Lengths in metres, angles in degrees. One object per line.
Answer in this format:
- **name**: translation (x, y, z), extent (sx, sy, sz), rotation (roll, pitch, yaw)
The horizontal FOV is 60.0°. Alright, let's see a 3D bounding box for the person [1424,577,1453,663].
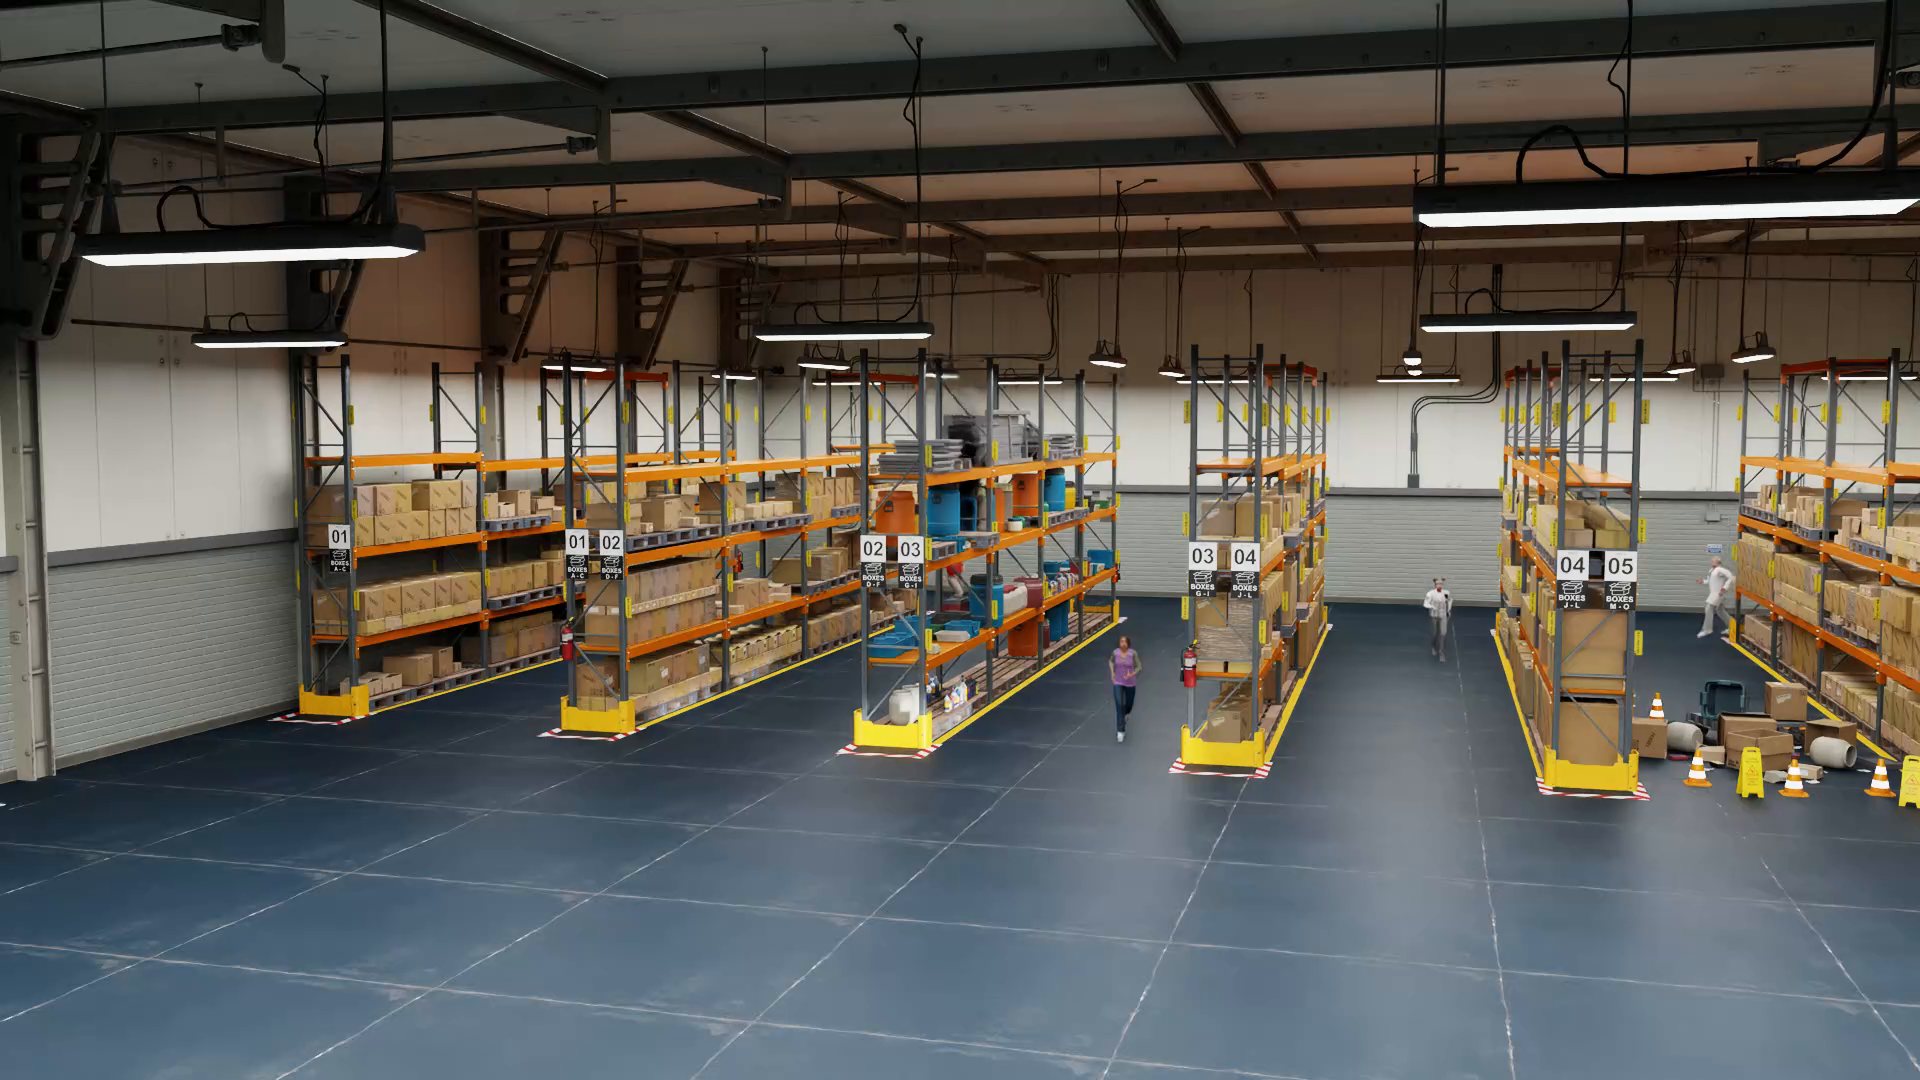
- **person**: translation (9.791, 1.601, 34.059), extent (0.562, 1.719, 0.857), rotation (1, 4, 15)

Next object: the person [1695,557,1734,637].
- **person**: translation (17.141, 1.289, 37.603), extent (0.953, 1.824, 0.654), rotation (1, 4, 11)

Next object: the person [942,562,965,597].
- **person**: translation (-0.103, 1.011, 41.924), extent (0.717, 1.657, 0.928), rotation (-4, 6, -40)

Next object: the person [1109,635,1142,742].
- **person**: translation (2.579, 2.269, 25.930), extent (0.506, 1.598, 1.035), rotation (0, 4, 4)
